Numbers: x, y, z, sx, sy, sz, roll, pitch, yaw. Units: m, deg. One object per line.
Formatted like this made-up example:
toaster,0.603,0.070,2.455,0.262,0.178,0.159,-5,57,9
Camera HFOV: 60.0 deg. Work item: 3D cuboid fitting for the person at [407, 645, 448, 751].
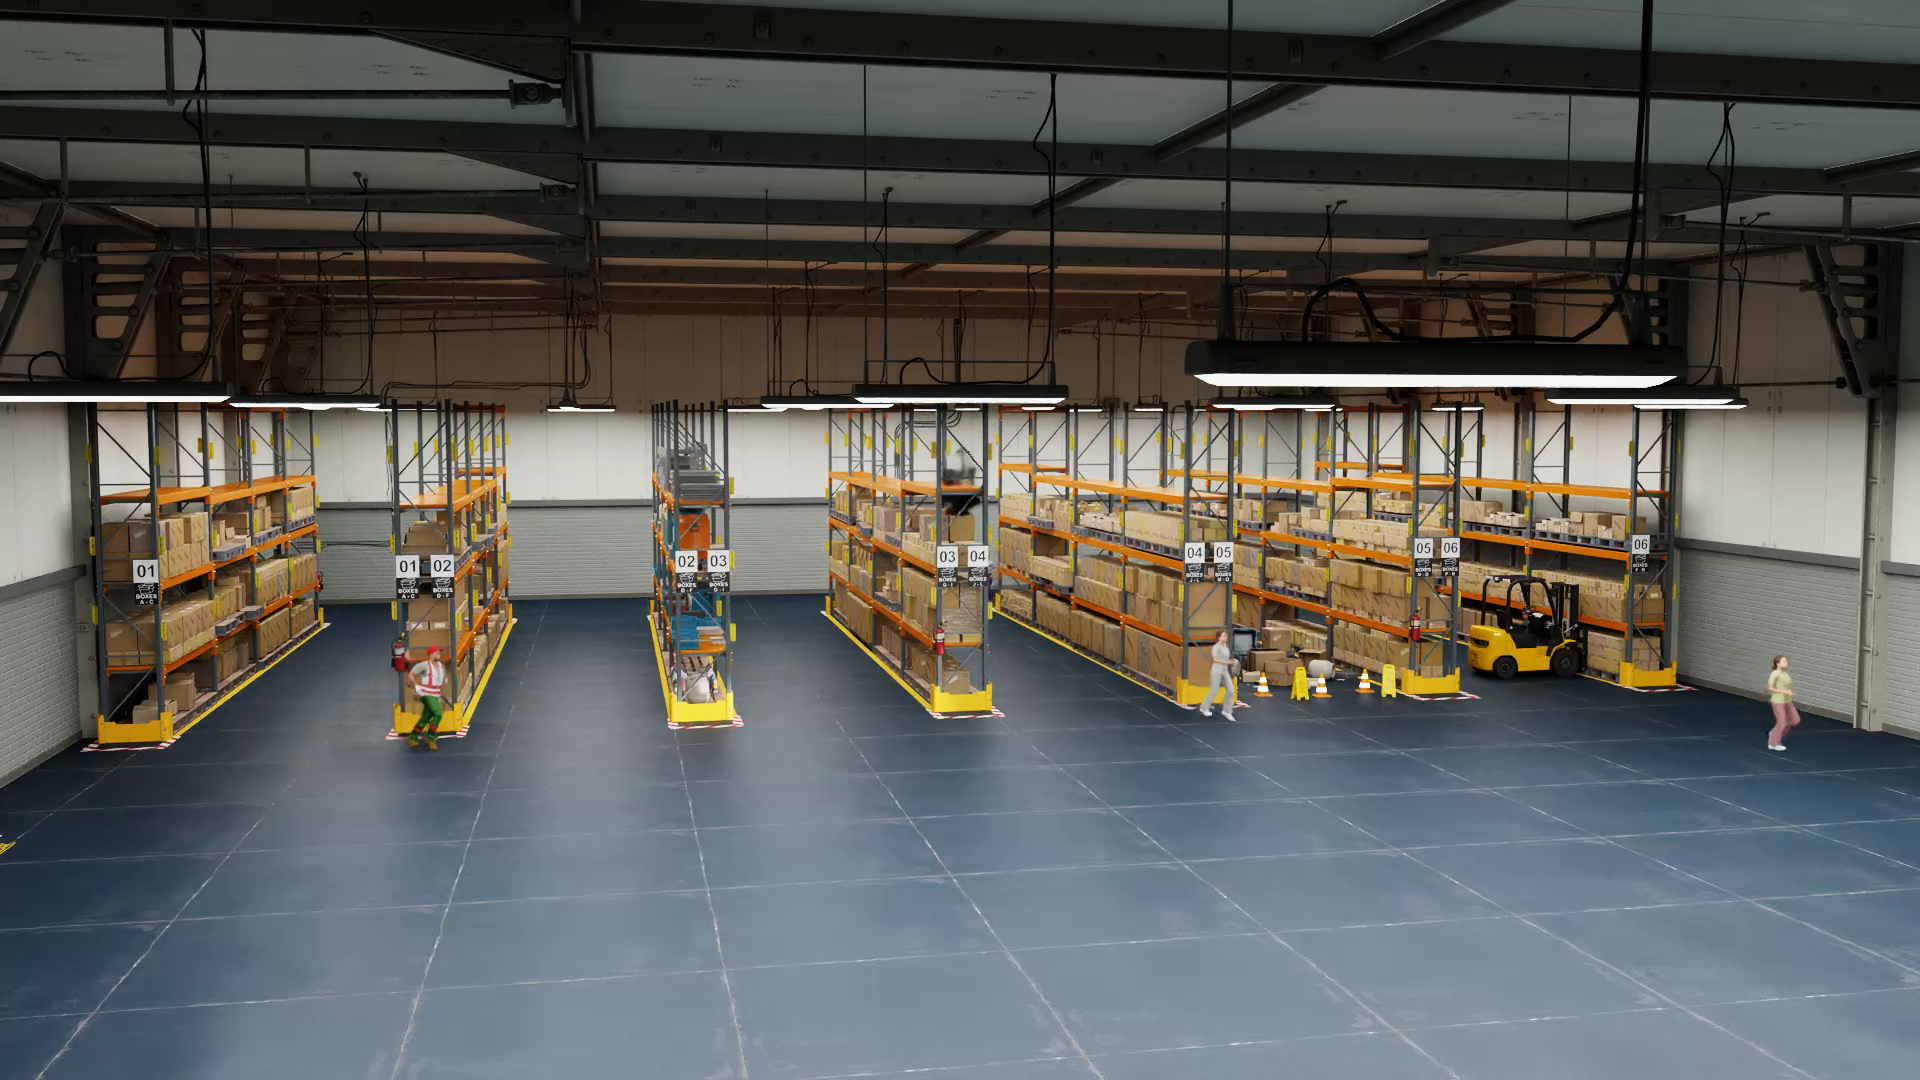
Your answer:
person,-9.115,2.680,28.553,0.732,1.757,0.695,1,5,19

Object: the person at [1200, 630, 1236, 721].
person,4.875,2.542,31.287,0.751,1.737,0.579,4,6,41

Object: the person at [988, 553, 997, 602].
person,0.811,1.193,49.591,0.835,1.677,0.655,-4,6,-42

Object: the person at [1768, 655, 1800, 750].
person,14.004,2.773,28.273,0.571,1.618,0.534,-3,5,-33
